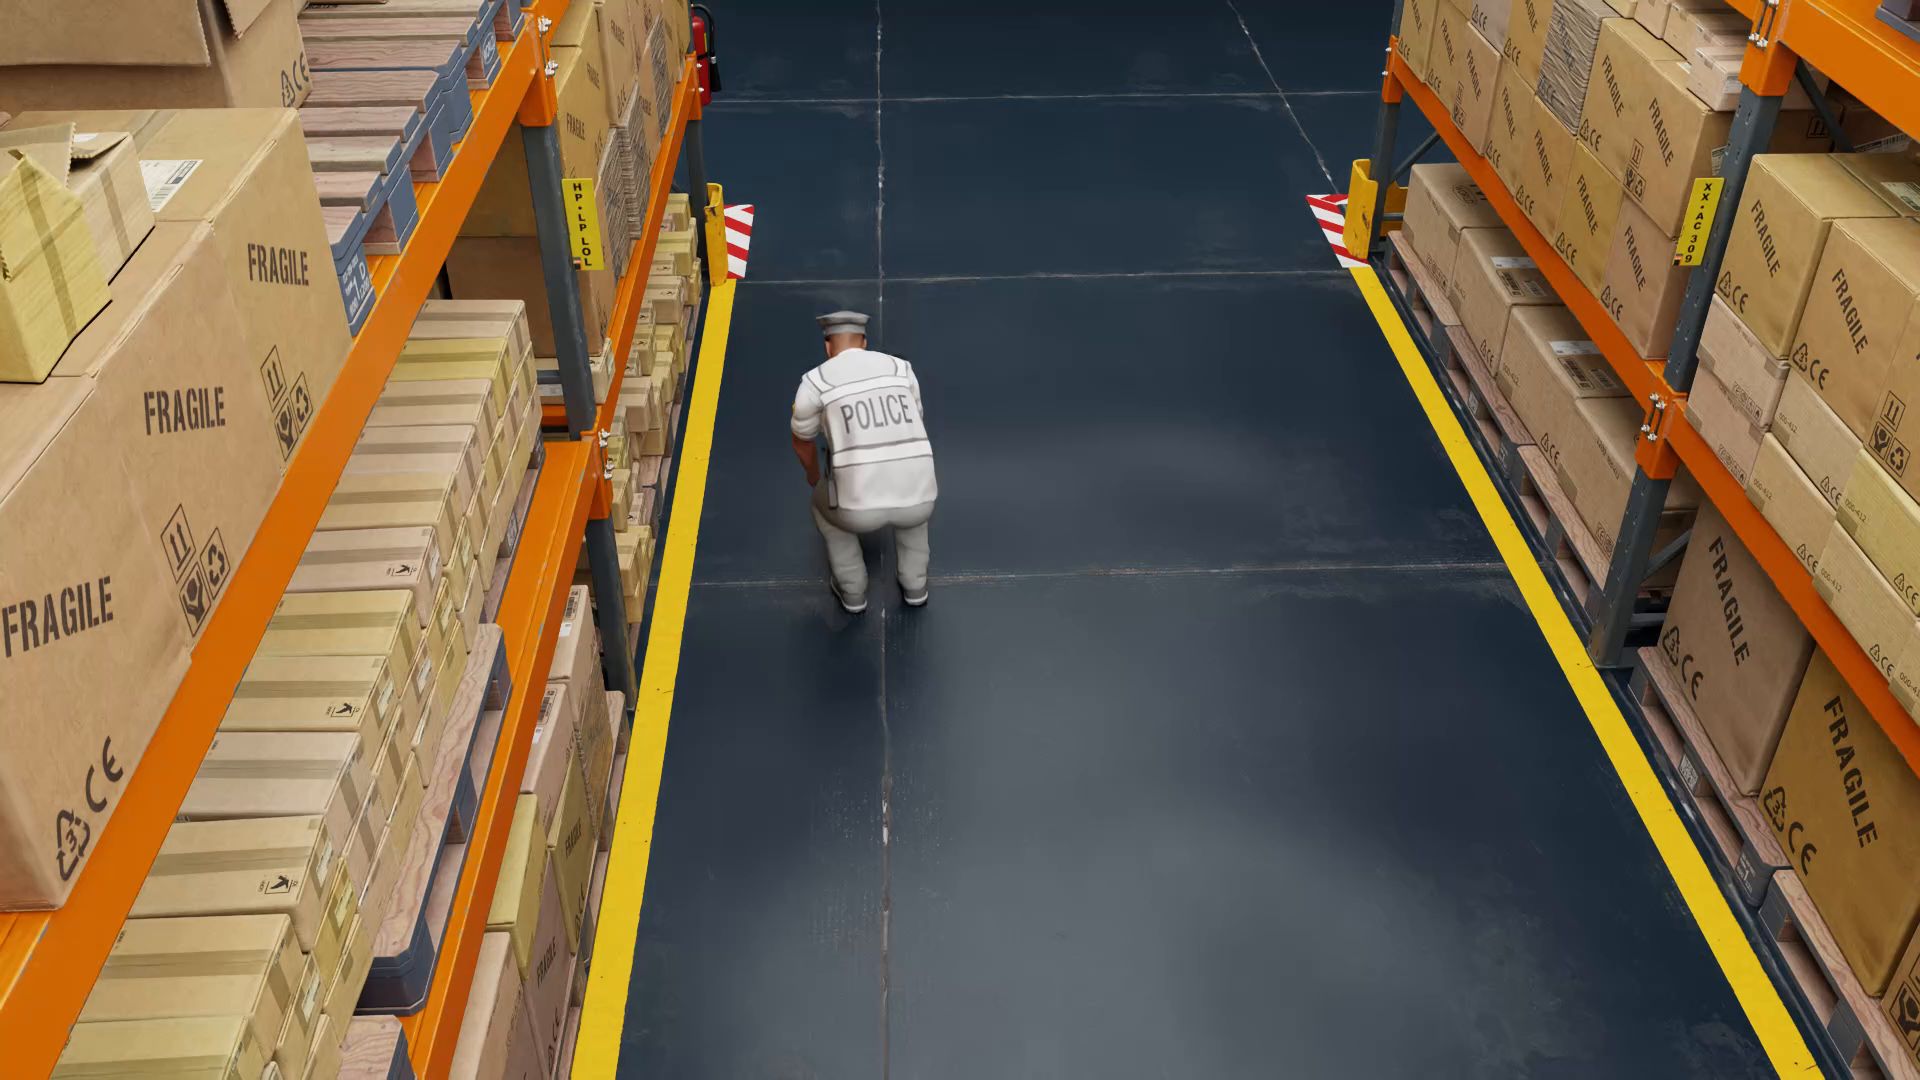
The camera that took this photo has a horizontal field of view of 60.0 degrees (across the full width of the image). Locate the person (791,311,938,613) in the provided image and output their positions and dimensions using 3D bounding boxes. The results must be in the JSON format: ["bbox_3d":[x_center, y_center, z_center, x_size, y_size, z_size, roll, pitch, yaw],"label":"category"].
[{"bbox_3d":[-0.408,-0.315,7.083,0.576,1.190,0.898,-7,36,-9],"label":"person"}]
